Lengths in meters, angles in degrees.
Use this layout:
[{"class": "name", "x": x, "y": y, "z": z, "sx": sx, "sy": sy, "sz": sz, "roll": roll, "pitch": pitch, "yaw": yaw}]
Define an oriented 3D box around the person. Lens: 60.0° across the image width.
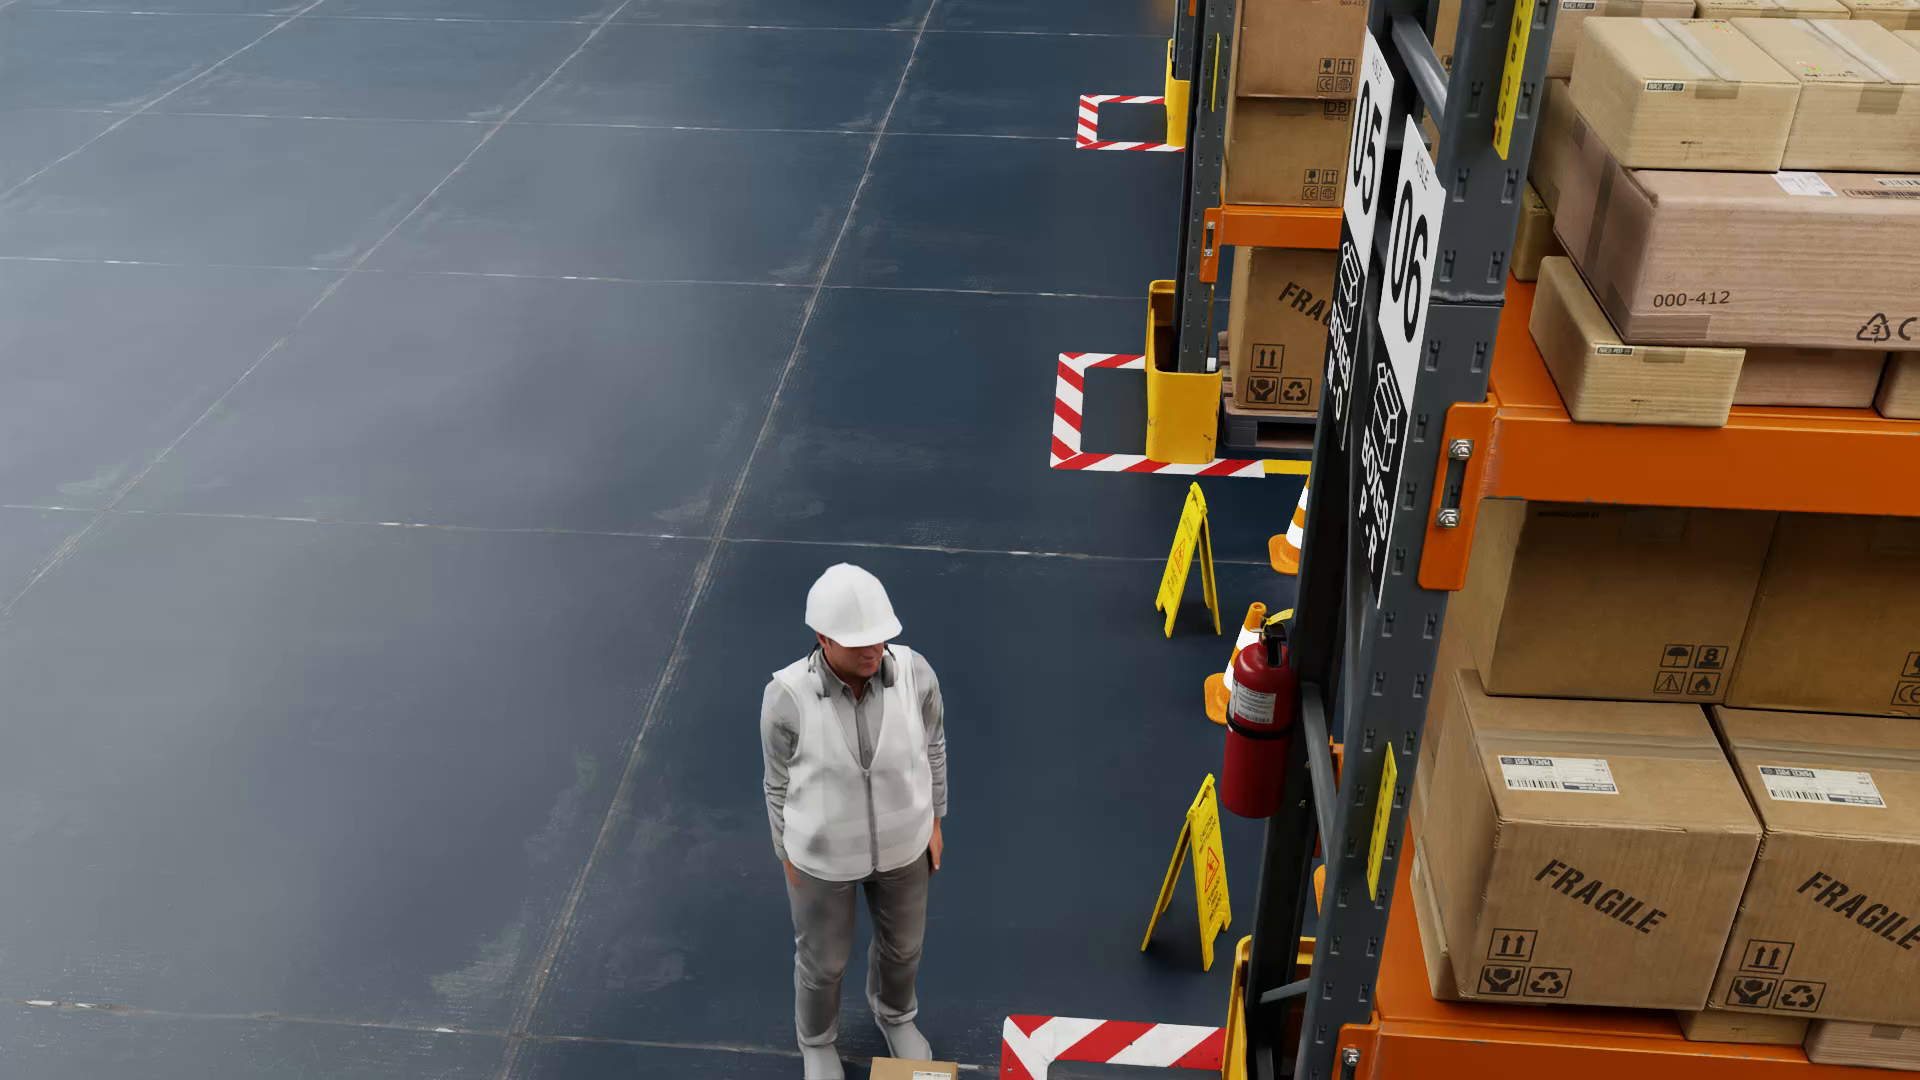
[{"class": "person", "x": -0.278, "y": 0.851, "z": 4.744, "sx": 0.531, "sy": 1.774, "sz": 0.359, "roll": -12, "pitch": 34, "yaw": -18}]
